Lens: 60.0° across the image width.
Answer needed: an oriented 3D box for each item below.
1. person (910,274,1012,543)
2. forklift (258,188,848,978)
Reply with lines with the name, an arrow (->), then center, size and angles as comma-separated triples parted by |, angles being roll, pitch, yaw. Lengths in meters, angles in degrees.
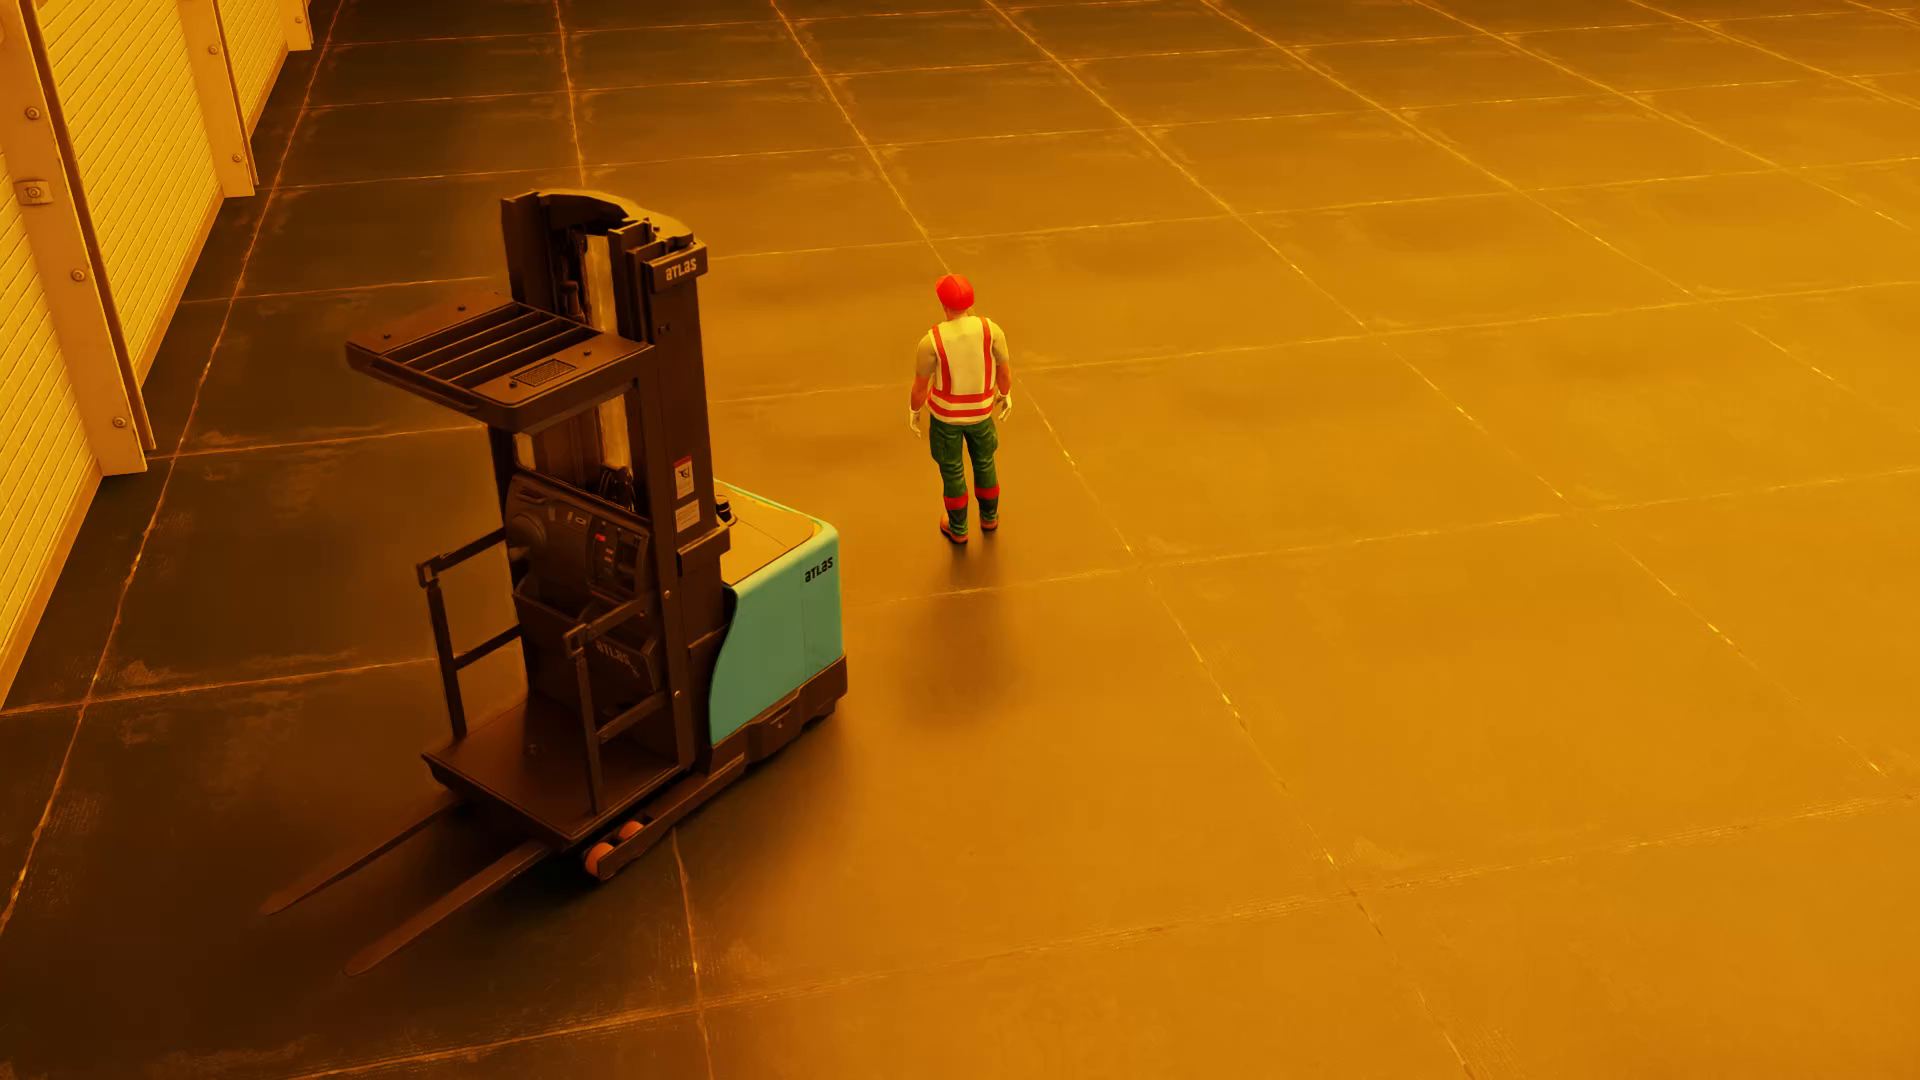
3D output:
person -> -0.007, -0.821, 10.118 | 0.638, 1.787, 0.564 | -7, 31, -12
forklift -> -1.891, 0.036, 7.512 | 1.130, 2.935, 3.031 | 21, 36, 31
